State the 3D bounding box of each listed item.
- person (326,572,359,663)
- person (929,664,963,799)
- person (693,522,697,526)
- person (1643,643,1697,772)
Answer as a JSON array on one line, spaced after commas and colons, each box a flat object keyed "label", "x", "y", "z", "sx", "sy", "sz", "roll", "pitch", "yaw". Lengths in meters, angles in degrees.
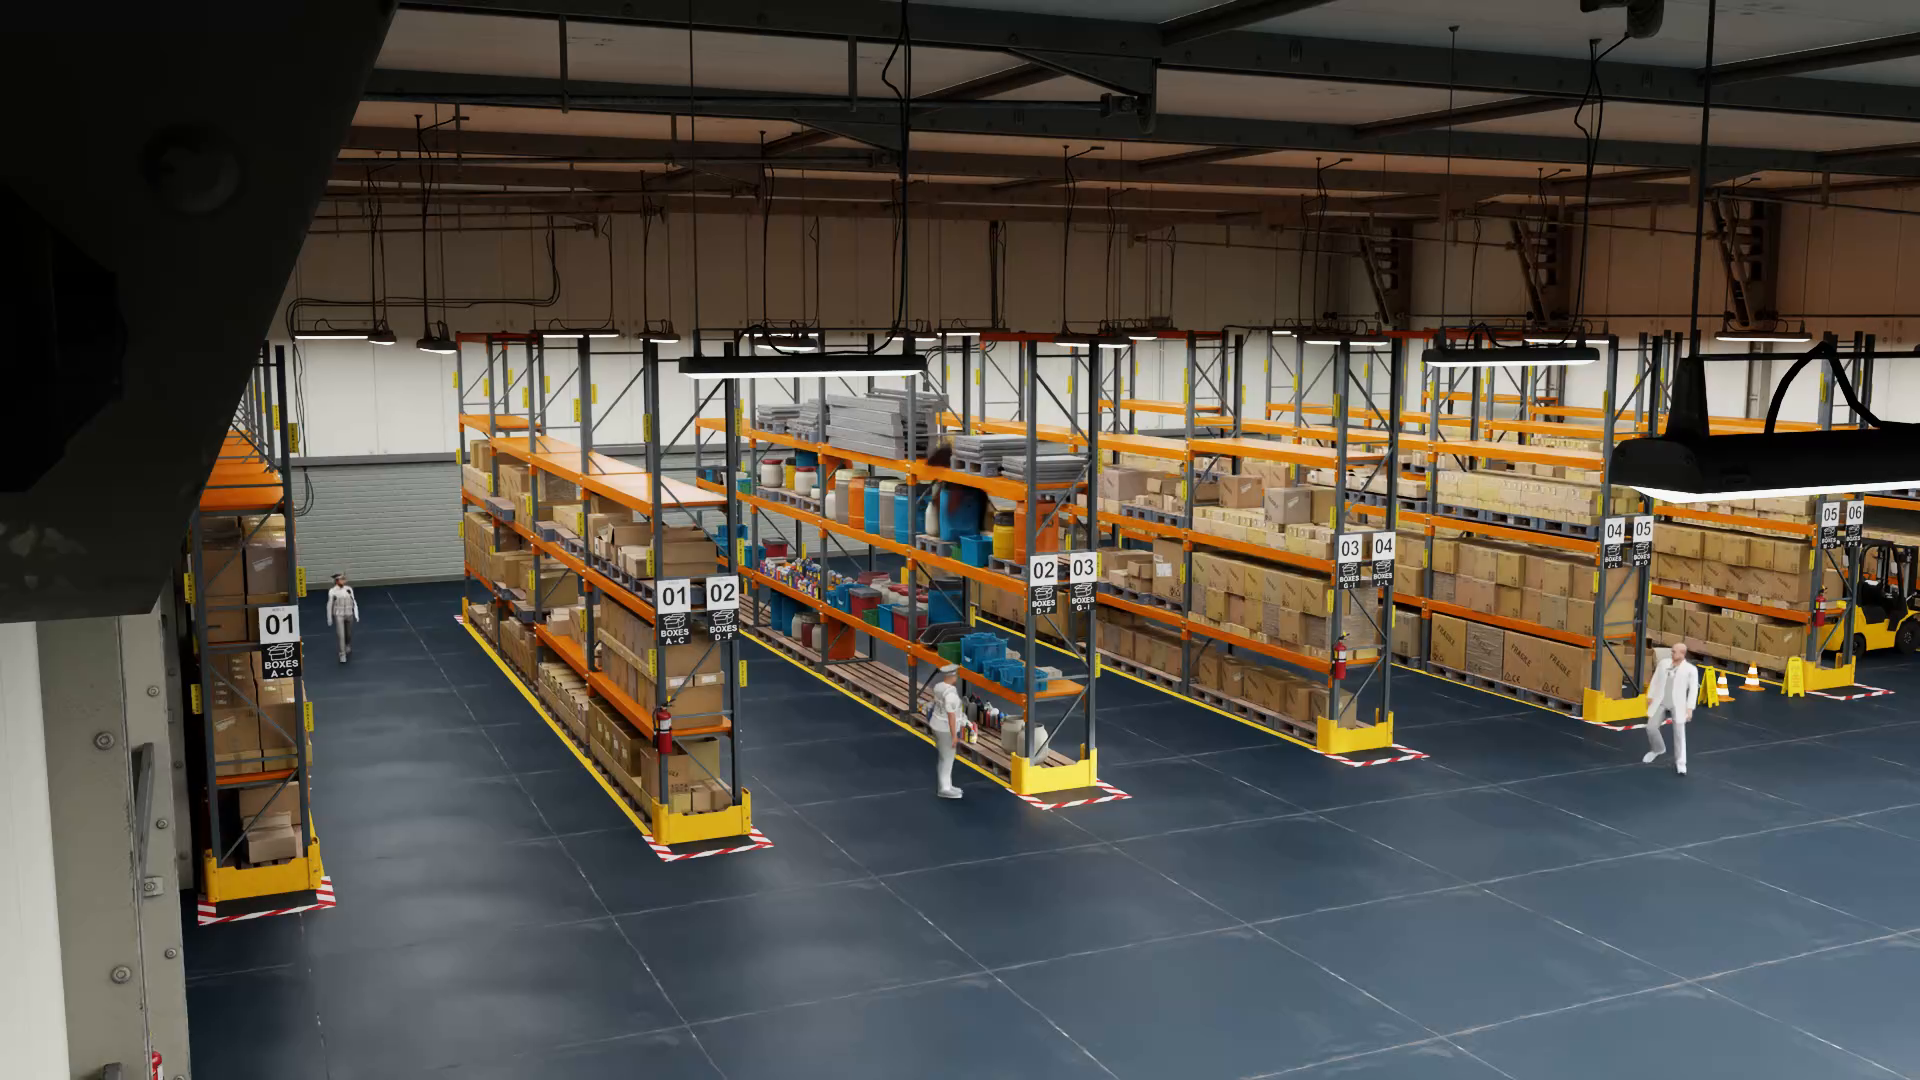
[{"label": "person", "x": -11.396, "y": 1.385, "z": 30.680, "sx": 0.537, "sy": 1.637, "sz": 0.975, "roll": -4, "pitch": 9, "yaw": -30}, {"label": "person", "x": -0.156, "y": 2.512, "z": 21.881, "sx": 0.451, "sy": 1.775, "sz": 0.571, "roll": -2, "pitch": 8, "yaw": -18}, {"label": "person", "x": -6.012, "y": 0.393, "z": 37.744, "sx": 0.696, "sy": 1.689, "sz": 0.548, "roll": -1, "pitch": 8, "yaw": -8}, {"label": "person", "x": 9.949, "y": 2.312, "z": 23.282, "sx": 0.662, "sy": 1.779, "sz": 0.549, "roll": 5, "pitch": 9, "yaw": 31}]
